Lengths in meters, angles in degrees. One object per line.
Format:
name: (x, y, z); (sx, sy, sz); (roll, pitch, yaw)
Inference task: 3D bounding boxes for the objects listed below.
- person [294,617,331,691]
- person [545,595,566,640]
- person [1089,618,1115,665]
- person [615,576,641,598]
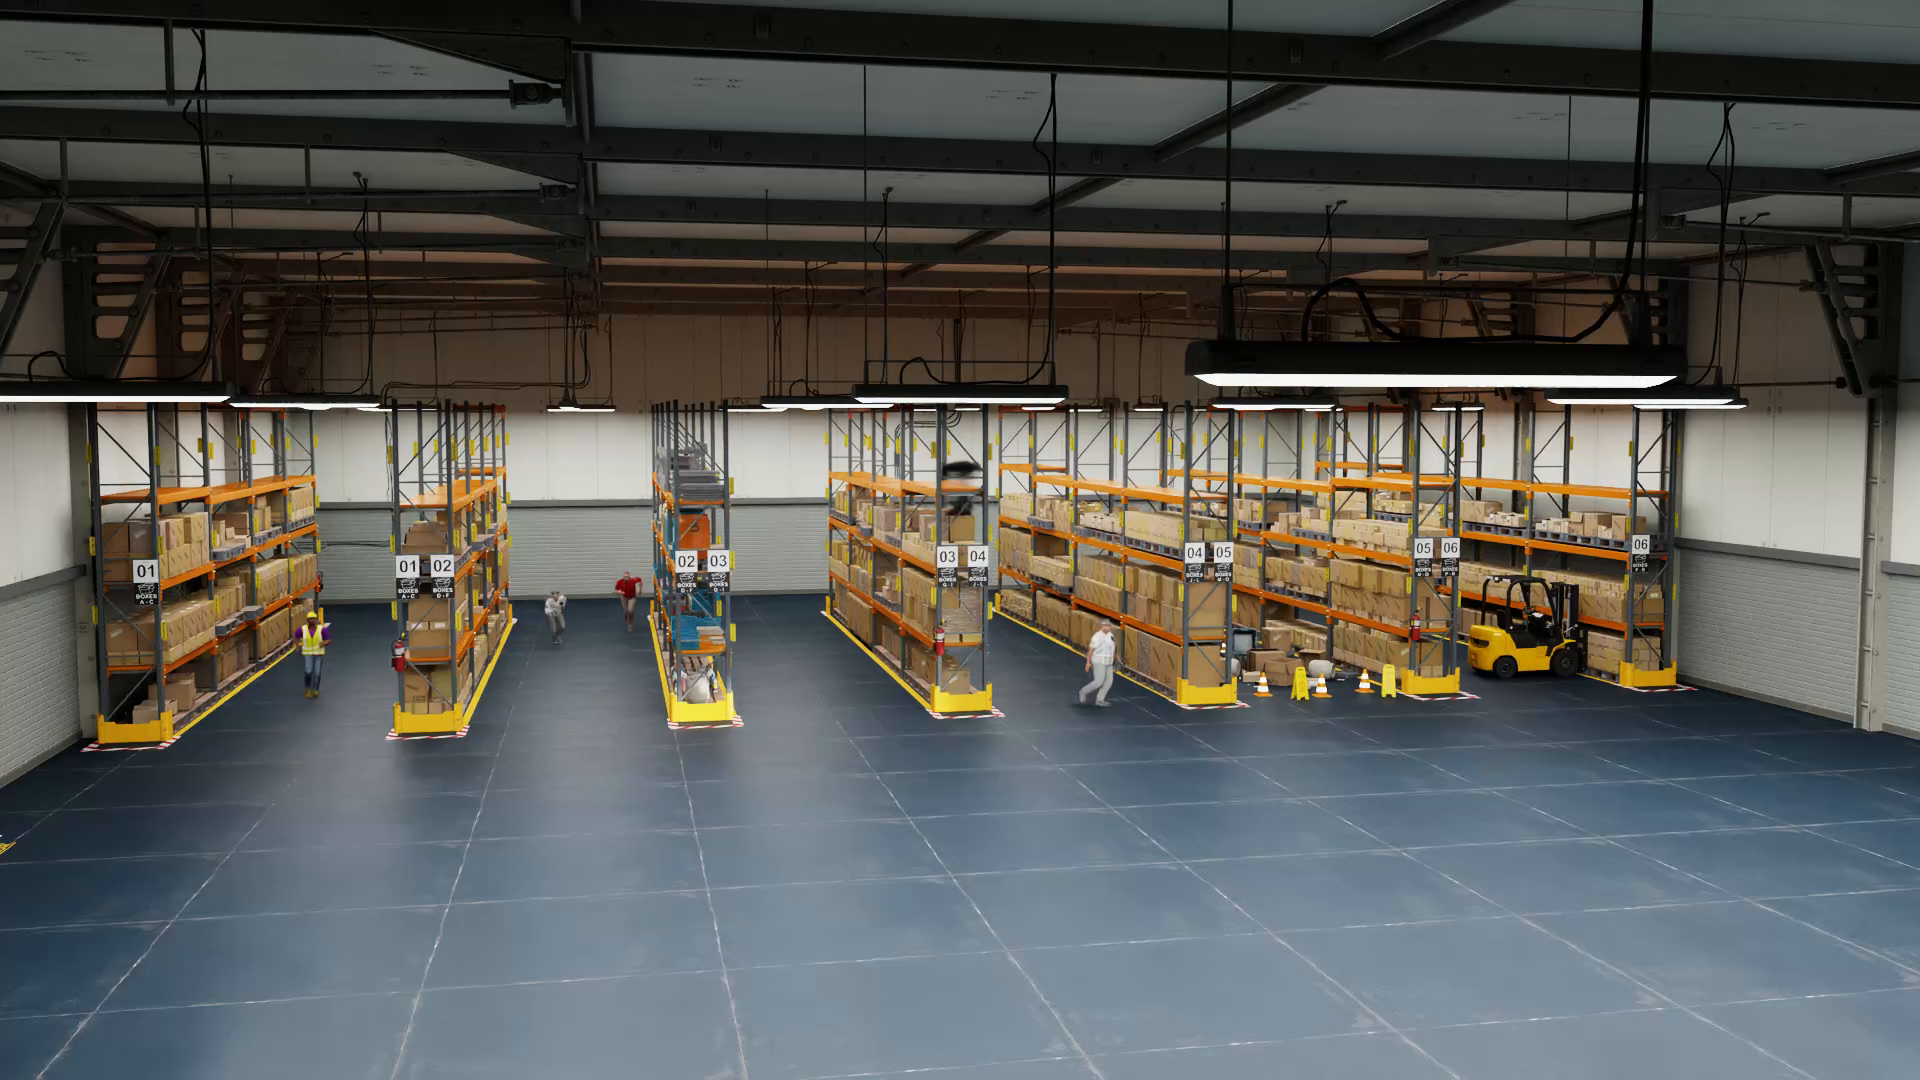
person: (-13.028, 2.290, 33.474); (0.695, 1.618, 0.680); (-2, 5, -22)
person: (-10.036, 1.880, 41.288); (0.611, 1.309, 0.835); (-2, 5, -29)
person: (2.816, 1.978, 32.638); (0.407, 0.901, 0.594); (4, 6, 42)
person: (-8.733, 1.227, 43.682); (0.663, 0.640, 0.508); (0, 4, -5)
